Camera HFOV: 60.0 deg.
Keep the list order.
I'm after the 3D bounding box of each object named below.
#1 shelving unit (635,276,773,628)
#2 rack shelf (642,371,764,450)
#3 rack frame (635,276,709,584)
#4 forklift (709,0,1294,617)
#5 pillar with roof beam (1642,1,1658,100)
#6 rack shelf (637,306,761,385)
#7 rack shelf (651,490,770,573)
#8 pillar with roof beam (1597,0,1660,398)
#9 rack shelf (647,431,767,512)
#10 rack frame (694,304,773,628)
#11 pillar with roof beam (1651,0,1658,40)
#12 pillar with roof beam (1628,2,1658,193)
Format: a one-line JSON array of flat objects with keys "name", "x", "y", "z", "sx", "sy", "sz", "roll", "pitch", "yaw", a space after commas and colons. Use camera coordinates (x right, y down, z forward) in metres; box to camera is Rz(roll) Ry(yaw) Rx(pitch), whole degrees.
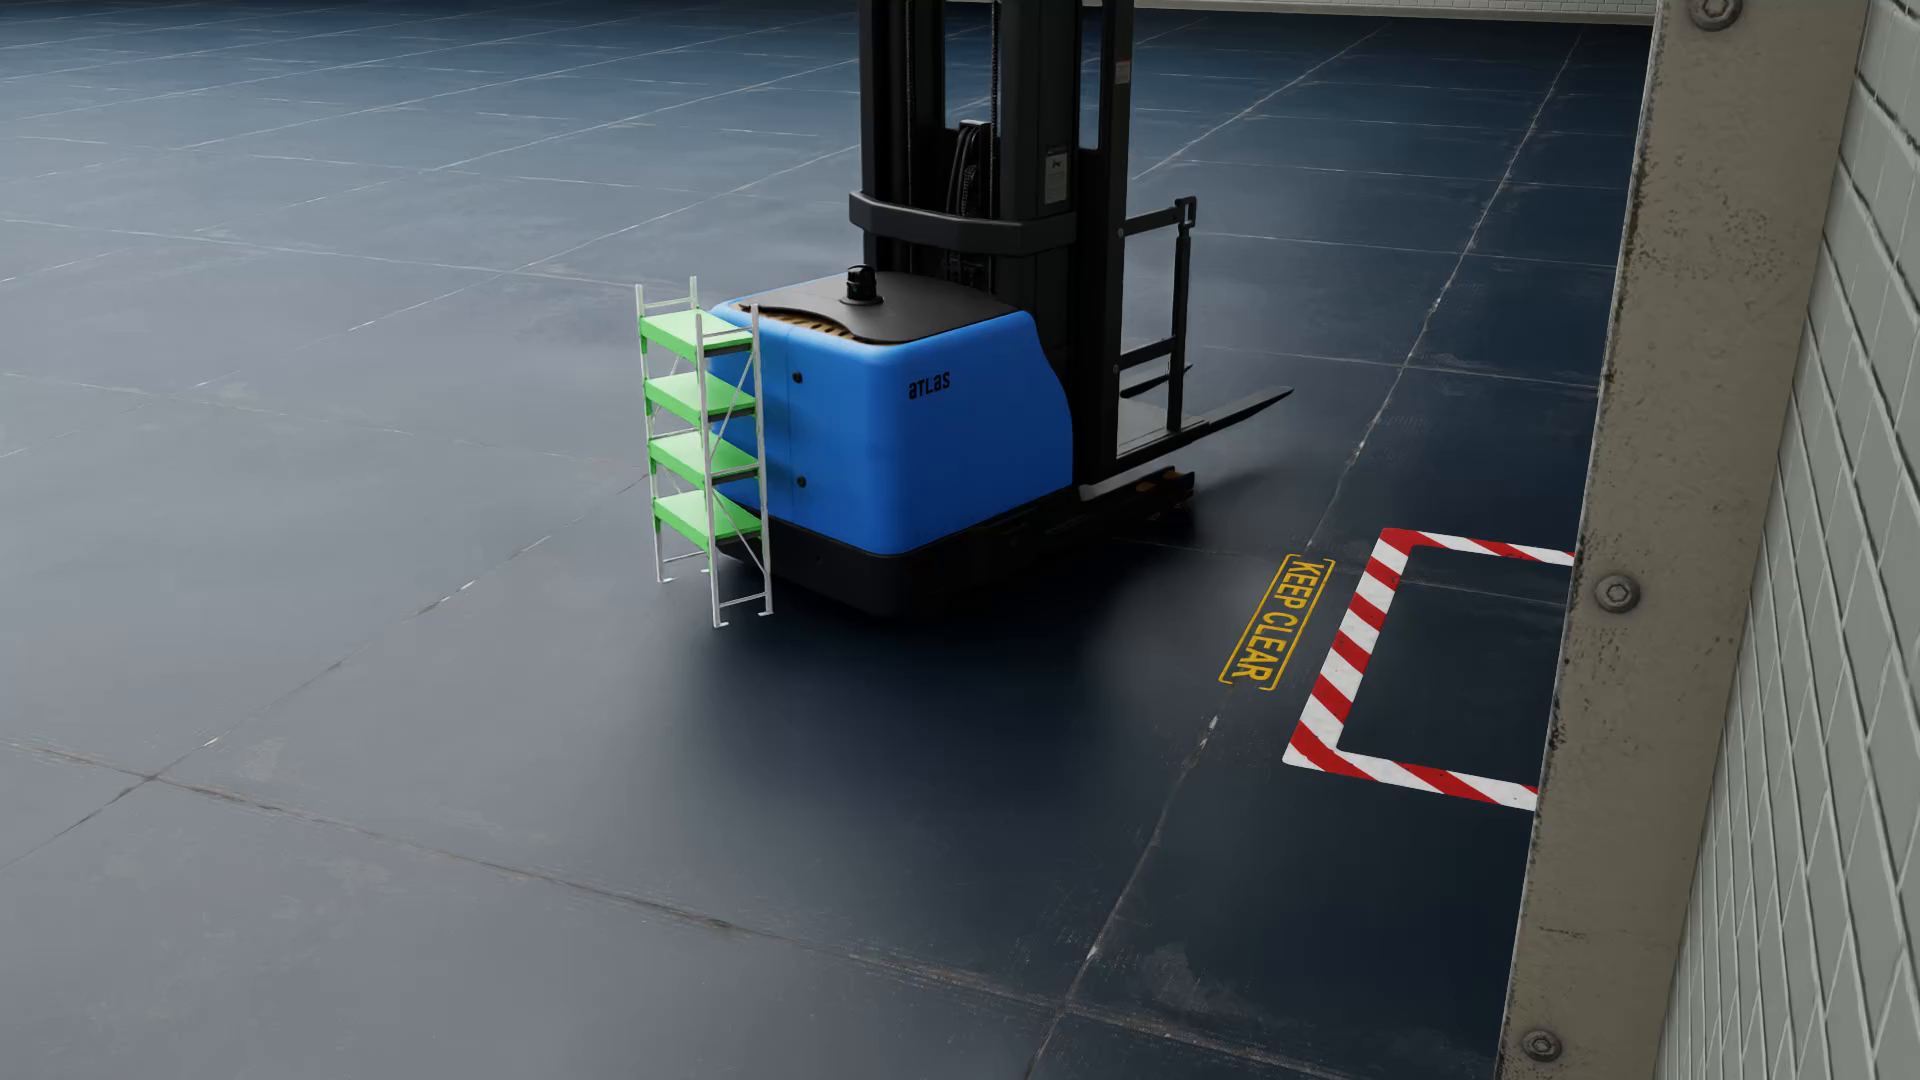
[{"name": "shelving unit", "x": -0.953, "y": -0.330, "z": 6.218, "sx": 0.258, "sy": 1.200, "sz": 0.503, "roll": -15, "pitch": 27, "yaw": -31}, {"name": "rack shelf", "x": -0.953, "y": -0.492, "z": 6.151, "sx": 0.258, "sy": 0.148, "sz": 0.480, "roll": -15, "pitch": 27, "yaw": -31}, {"name": "rack frame", "x": -1.091, "y": -0.407, "z": 6.404, "sx": 0.240, "sy": 1.200, "sz": 0.015, "roll": -15, "pitch": 27, "yaw": -31}, {"name": "forklift", "x": 0.383, "y": -1.553, "z": 6.900, "sx": 1.130, "sy": 2.935, "sz": 3.031, "roll": 19, "pitch": 30, "yaw": 39}, {"name": "pillar with roof beam", "x": 4.044, "y": -9.864, "z": 18.926, "sx": 9.100, "sy": 9.000, "sz": 0.400, "roll": 9, "pitch": 24, "yaw": 20}, {"name": "rack shelf", "x": -0.953, "y": -0.714, "z": 6.058, "sx": 0.258, "sy": 0.148, "sz": 0.480, "roll": -15, "pitch": 27, "yaw": -31}, {"name": "rack shelf", "x": -0.953, "y": -0.049, "z": 6.336, "sx": 0.258, "sy": 0.148, "sz": 0.480, "roll": -15, "pitch": 27, "yaw": -31}, {"name": "pillar with roof beam", "x": -0.413, "y": -5.570, "z": 8.645, "sx": 9.100, "sy": 9.000, "sz": 0.400, "roll": 9, "pitch": 24, "yaw": 20}, {"name": "rack shelf", "x": -0.953, "y": -0.271, "z": 6.243, "sx": 0.258, "sy": 0.148, "sz": 0.480, "roll": -15, "pitch": 27, "yaw": -31}, {"name": "rack frame", "x": -0.816, "y": -0.252, "z": 6.033, "sx": 0.240, "sy": 1.200, "sz": 0.015, "roll": -15, "pitch": 27, "yaw": -31}, {"name": "pillar with roof beam", "x": 6.273, "y": -12.012, "z": 24.066, "sx": 9.100, "sy": 9.000, "sz": 0.400, "roll": 9, "pitch": 24, "yaw": 20}, {"name": "pillar with roof beam", "x": 1.816, "y": -7.717, "z": 13.786, "sx": 9.100, "sy": 9.000, "sz": 0.400, "roll": 9, "pitch": 24, "yaw": 20}]
